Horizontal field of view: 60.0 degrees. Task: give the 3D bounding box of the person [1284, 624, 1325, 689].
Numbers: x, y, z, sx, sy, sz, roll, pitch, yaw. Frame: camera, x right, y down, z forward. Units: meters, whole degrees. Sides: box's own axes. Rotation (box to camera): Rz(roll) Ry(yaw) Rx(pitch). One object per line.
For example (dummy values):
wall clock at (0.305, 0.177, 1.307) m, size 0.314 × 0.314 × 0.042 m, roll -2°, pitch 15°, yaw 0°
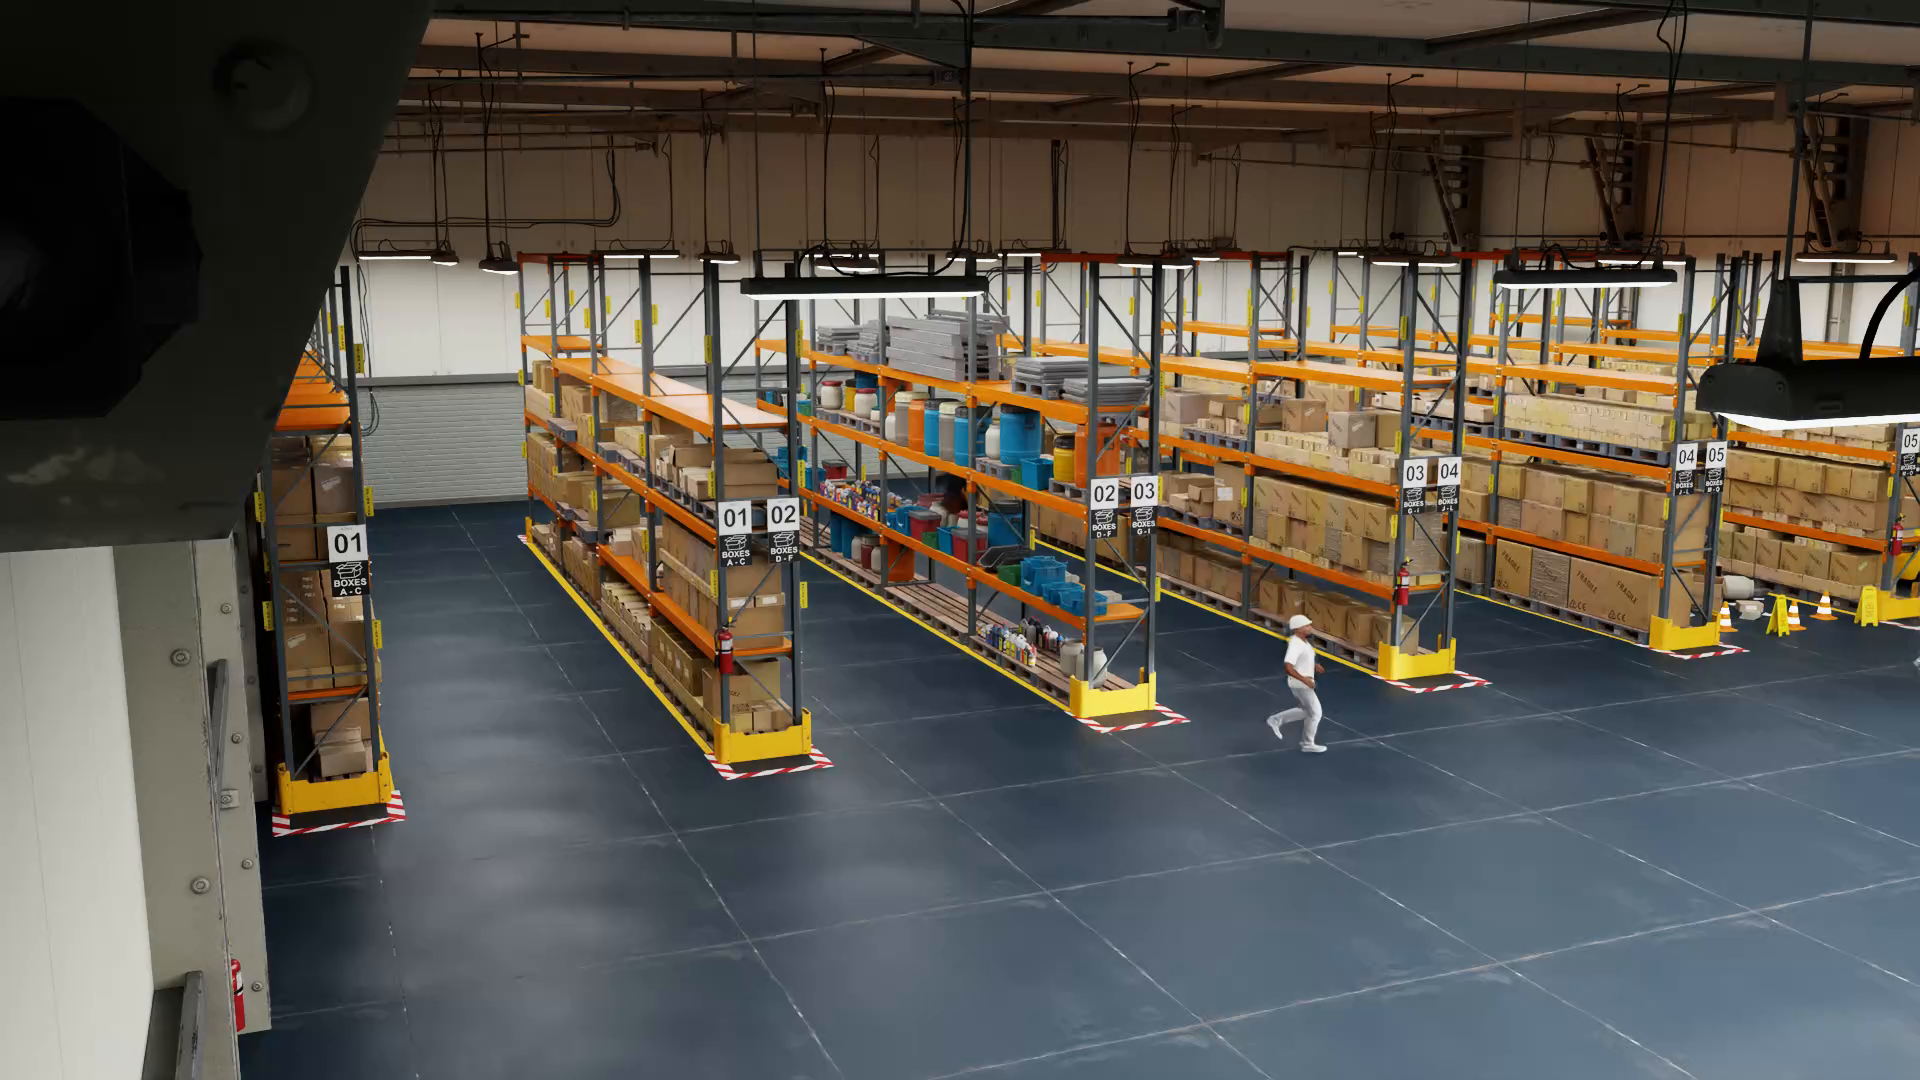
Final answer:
person at (4.256, 1.380, 20.484) m, size 0.492 × 0.850 × 0.707 m, roll 2°, pitch 11°, yaw 13°
